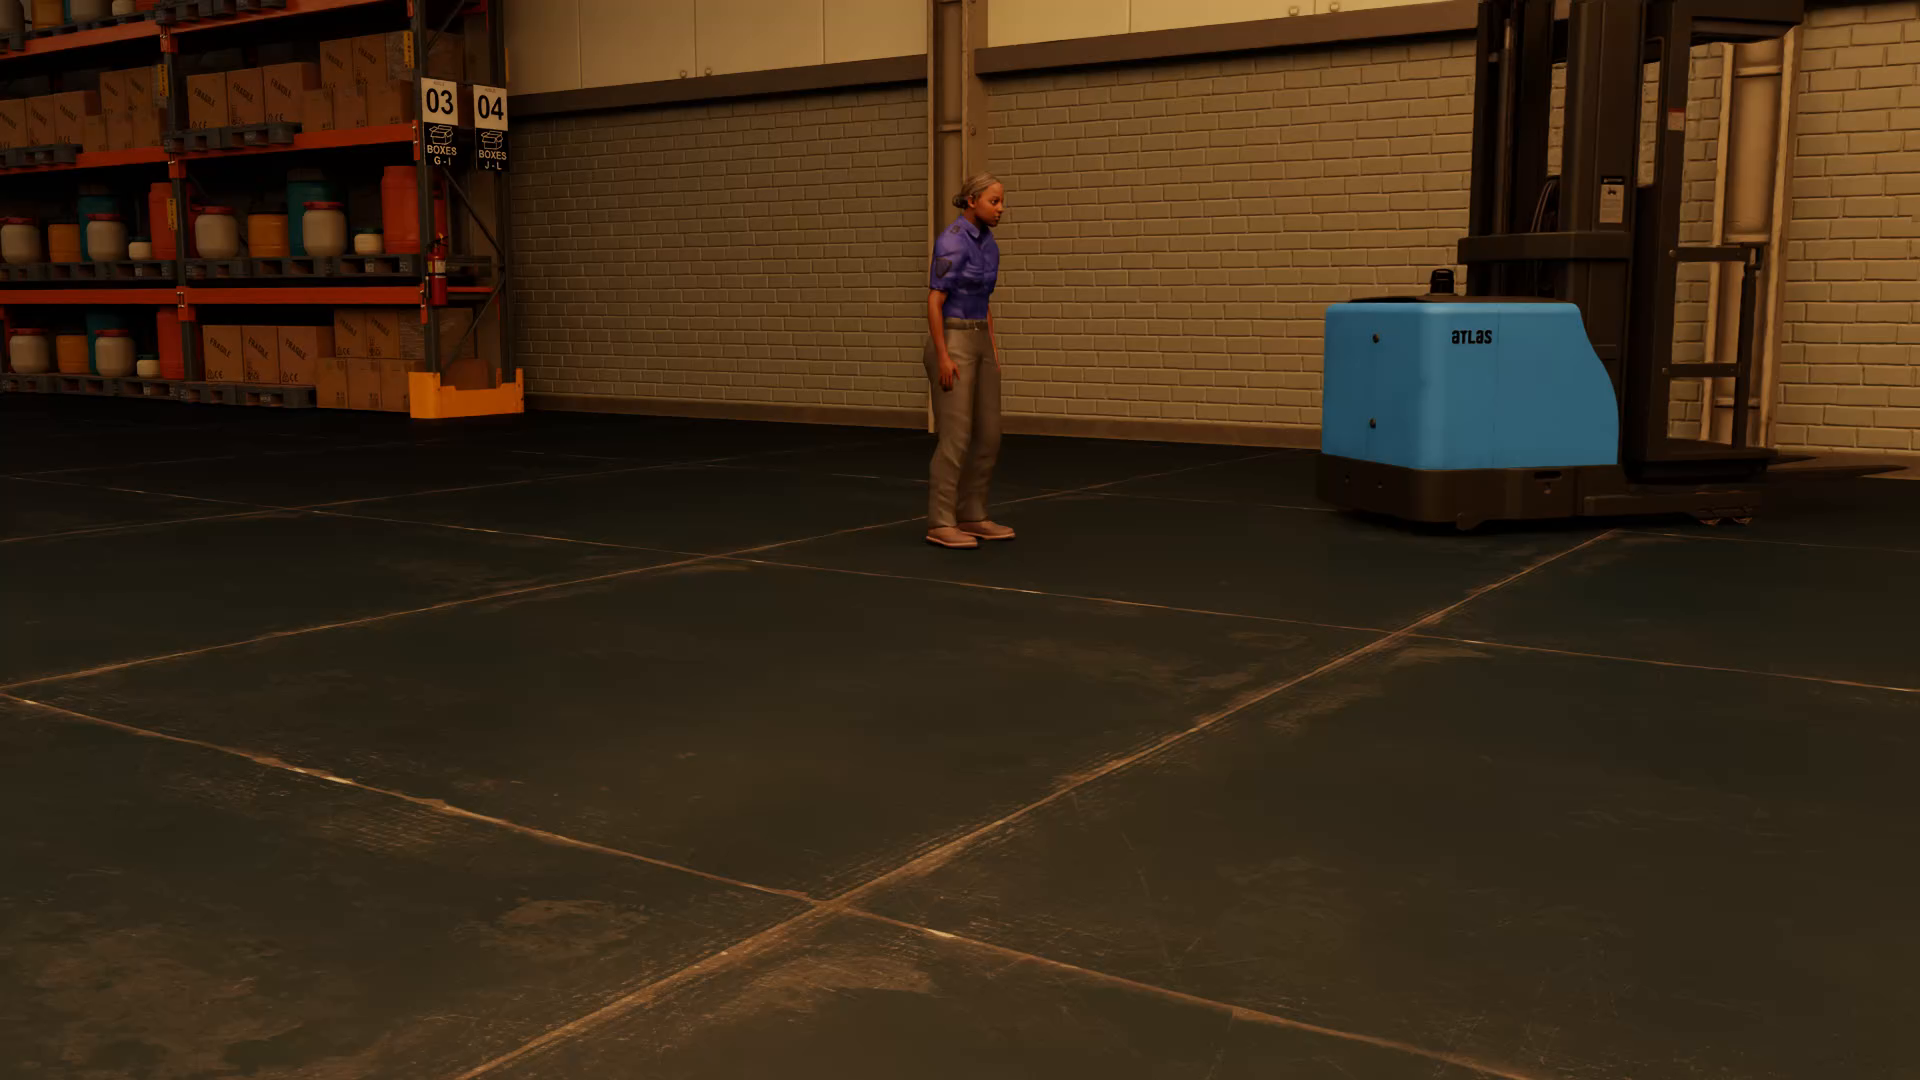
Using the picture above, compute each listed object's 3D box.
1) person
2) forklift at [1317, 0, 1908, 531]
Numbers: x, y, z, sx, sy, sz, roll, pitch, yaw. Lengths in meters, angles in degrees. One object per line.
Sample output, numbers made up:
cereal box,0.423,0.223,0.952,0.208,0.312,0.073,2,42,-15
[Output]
person,0.032,-0.815,7.465,0.349,1.654,0.513,5,10,32
forklift,3.411,-1.590,8.377,3.031,2.935,1.130,-3,8,-17
